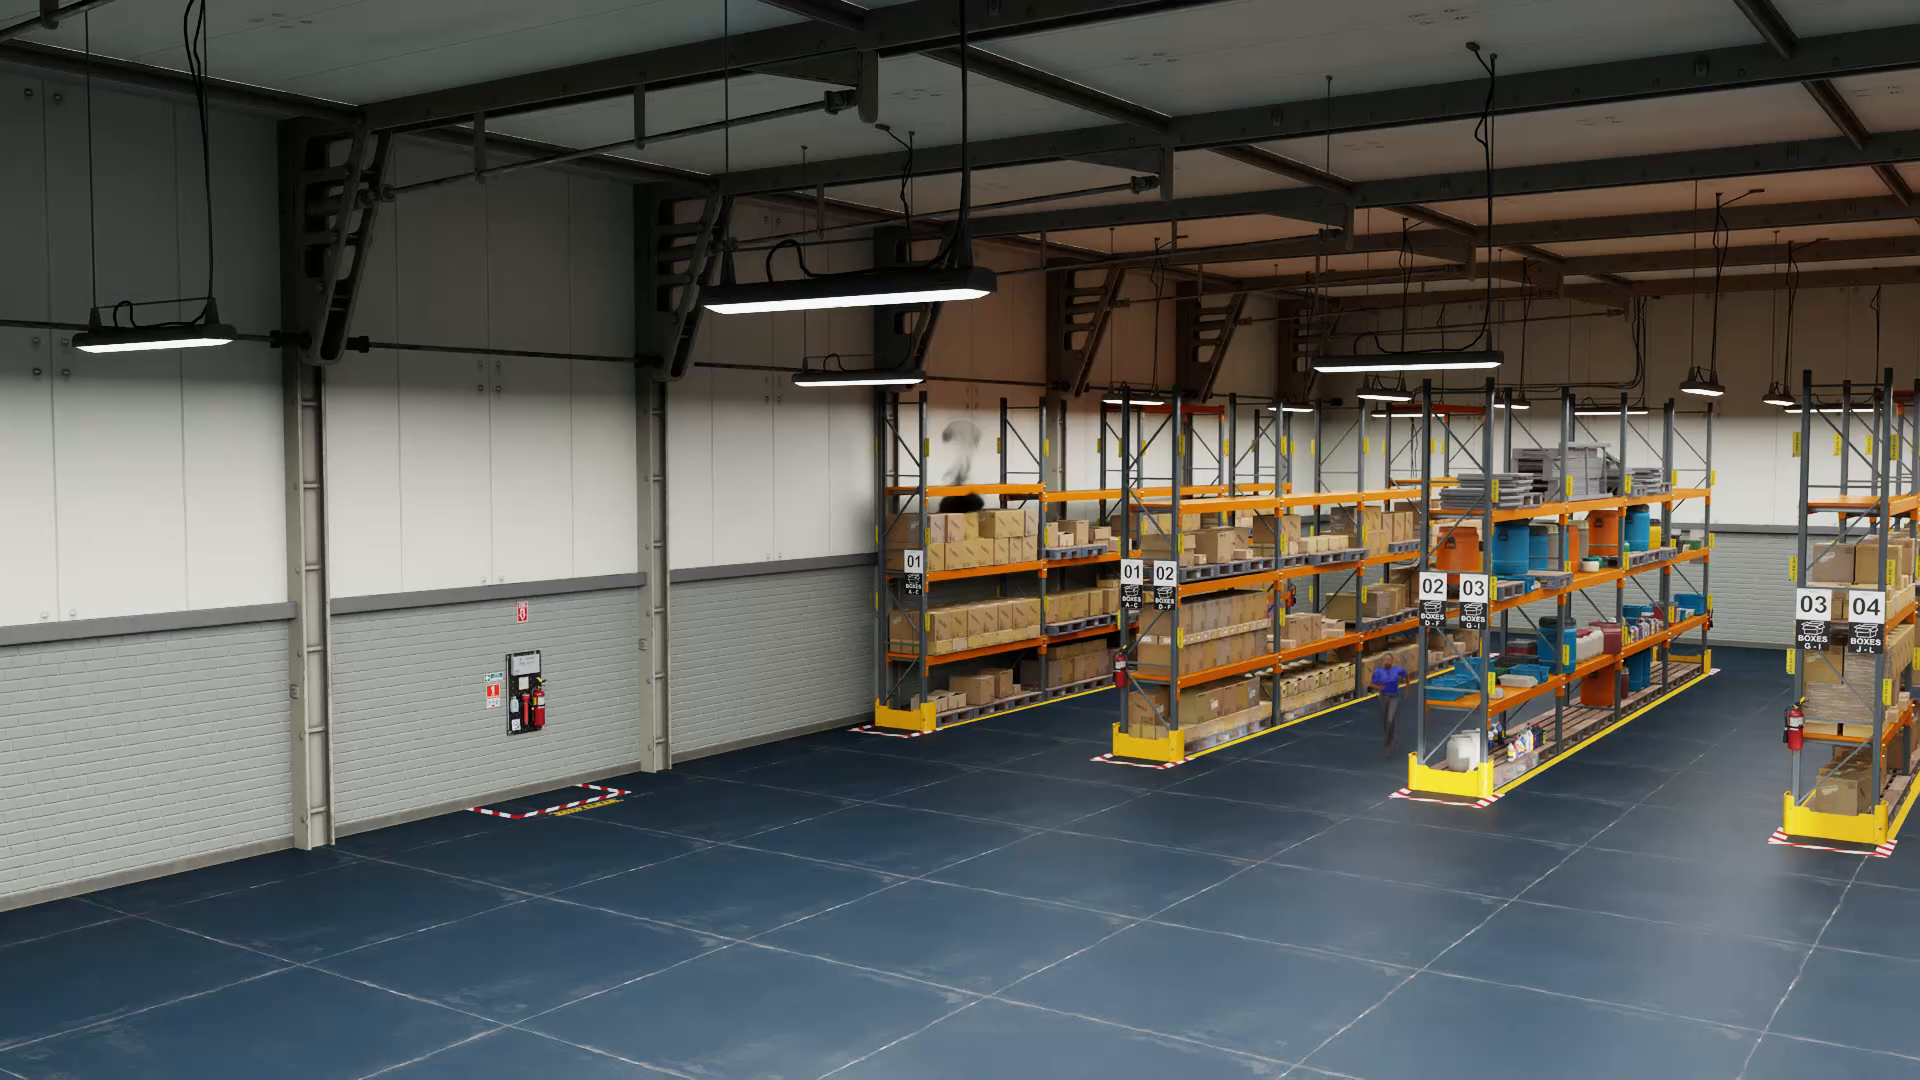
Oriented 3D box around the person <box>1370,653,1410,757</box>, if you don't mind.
[{"bbox_3d":[7.042,2.677,27.254,0.600,1.697,0.846,1,3,21],"label":"person"}]
